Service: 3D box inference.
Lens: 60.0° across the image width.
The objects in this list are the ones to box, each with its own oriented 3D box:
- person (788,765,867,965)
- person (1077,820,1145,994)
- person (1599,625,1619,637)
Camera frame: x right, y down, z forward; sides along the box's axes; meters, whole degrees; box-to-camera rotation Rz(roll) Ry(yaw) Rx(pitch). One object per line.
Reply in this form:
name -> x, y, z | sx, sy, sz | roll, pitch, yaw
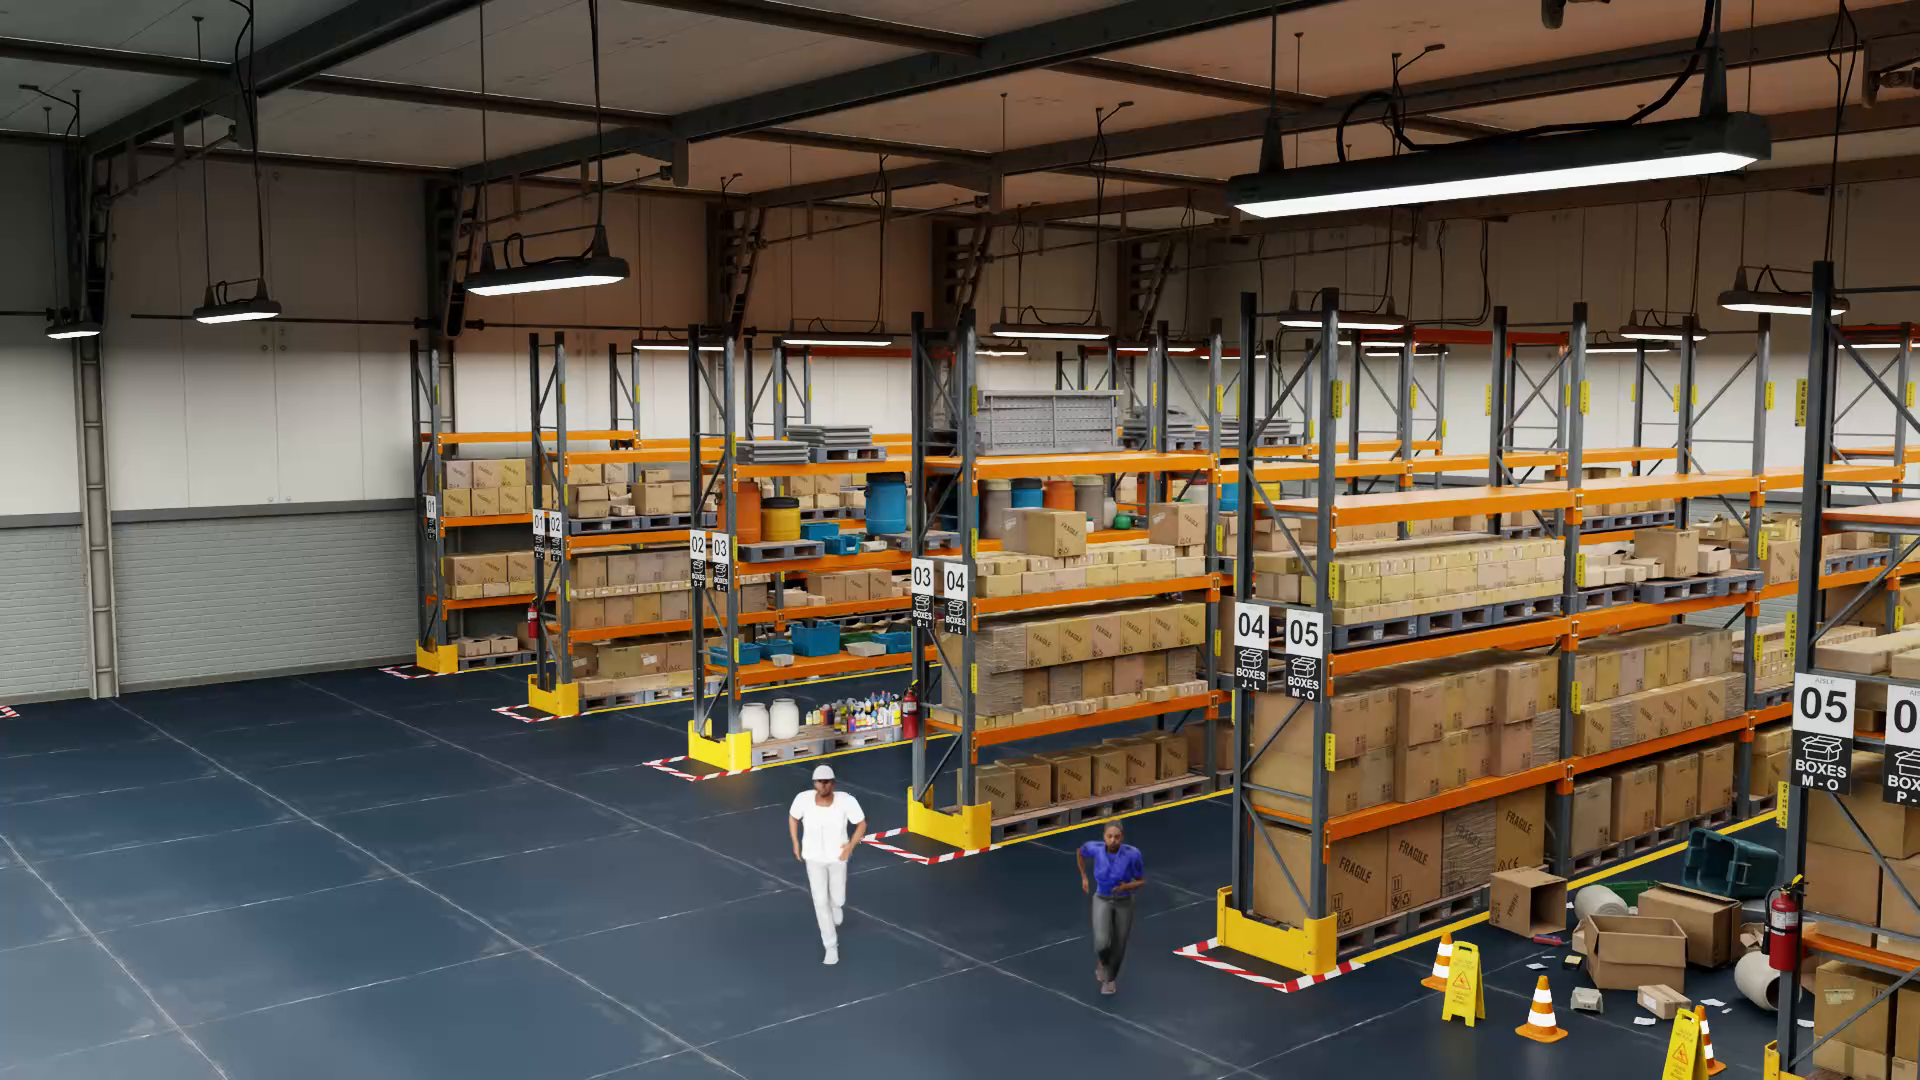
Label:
person -> -1.216, 2.900, 15.227 | 0.726, 1.749, 0.902 | 0, 5, 1
person -> 1.261, 3.097, 13.929 | 0.562, 1.564, 0.752 | 0, 5, 3
person -> 9.552, 2.002, 24.511 | 0.958, 1.749, 0.663 | -5, 7, -44
